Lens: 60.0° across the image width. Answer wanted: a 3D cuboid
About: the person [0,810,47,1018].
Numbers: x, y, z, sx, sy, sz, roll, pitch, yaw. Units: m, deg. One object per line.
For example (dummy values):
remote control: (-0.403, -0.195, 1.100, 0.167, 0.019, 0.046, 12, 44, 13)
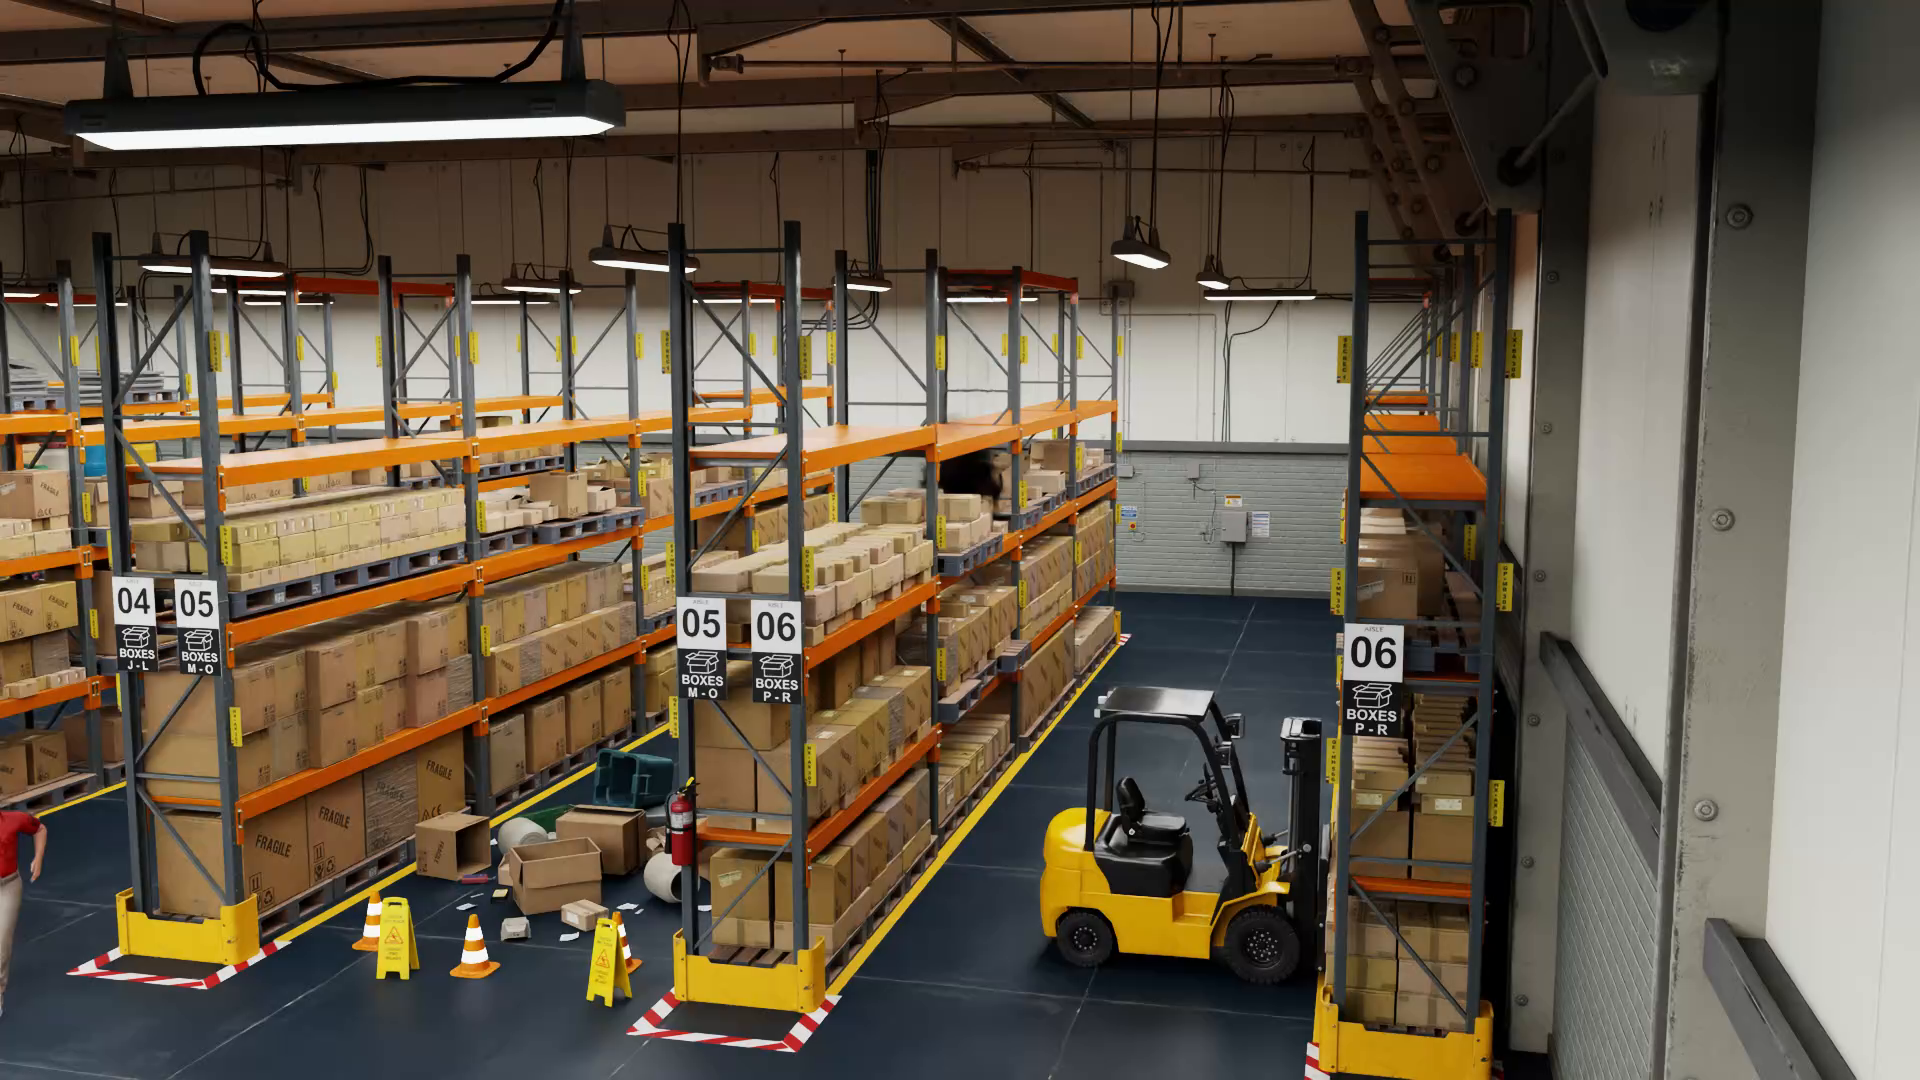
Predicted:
person: (-7.522, 2.737, 12.912, 0.675, 1.691, 1.055, -2, 7, -13)
